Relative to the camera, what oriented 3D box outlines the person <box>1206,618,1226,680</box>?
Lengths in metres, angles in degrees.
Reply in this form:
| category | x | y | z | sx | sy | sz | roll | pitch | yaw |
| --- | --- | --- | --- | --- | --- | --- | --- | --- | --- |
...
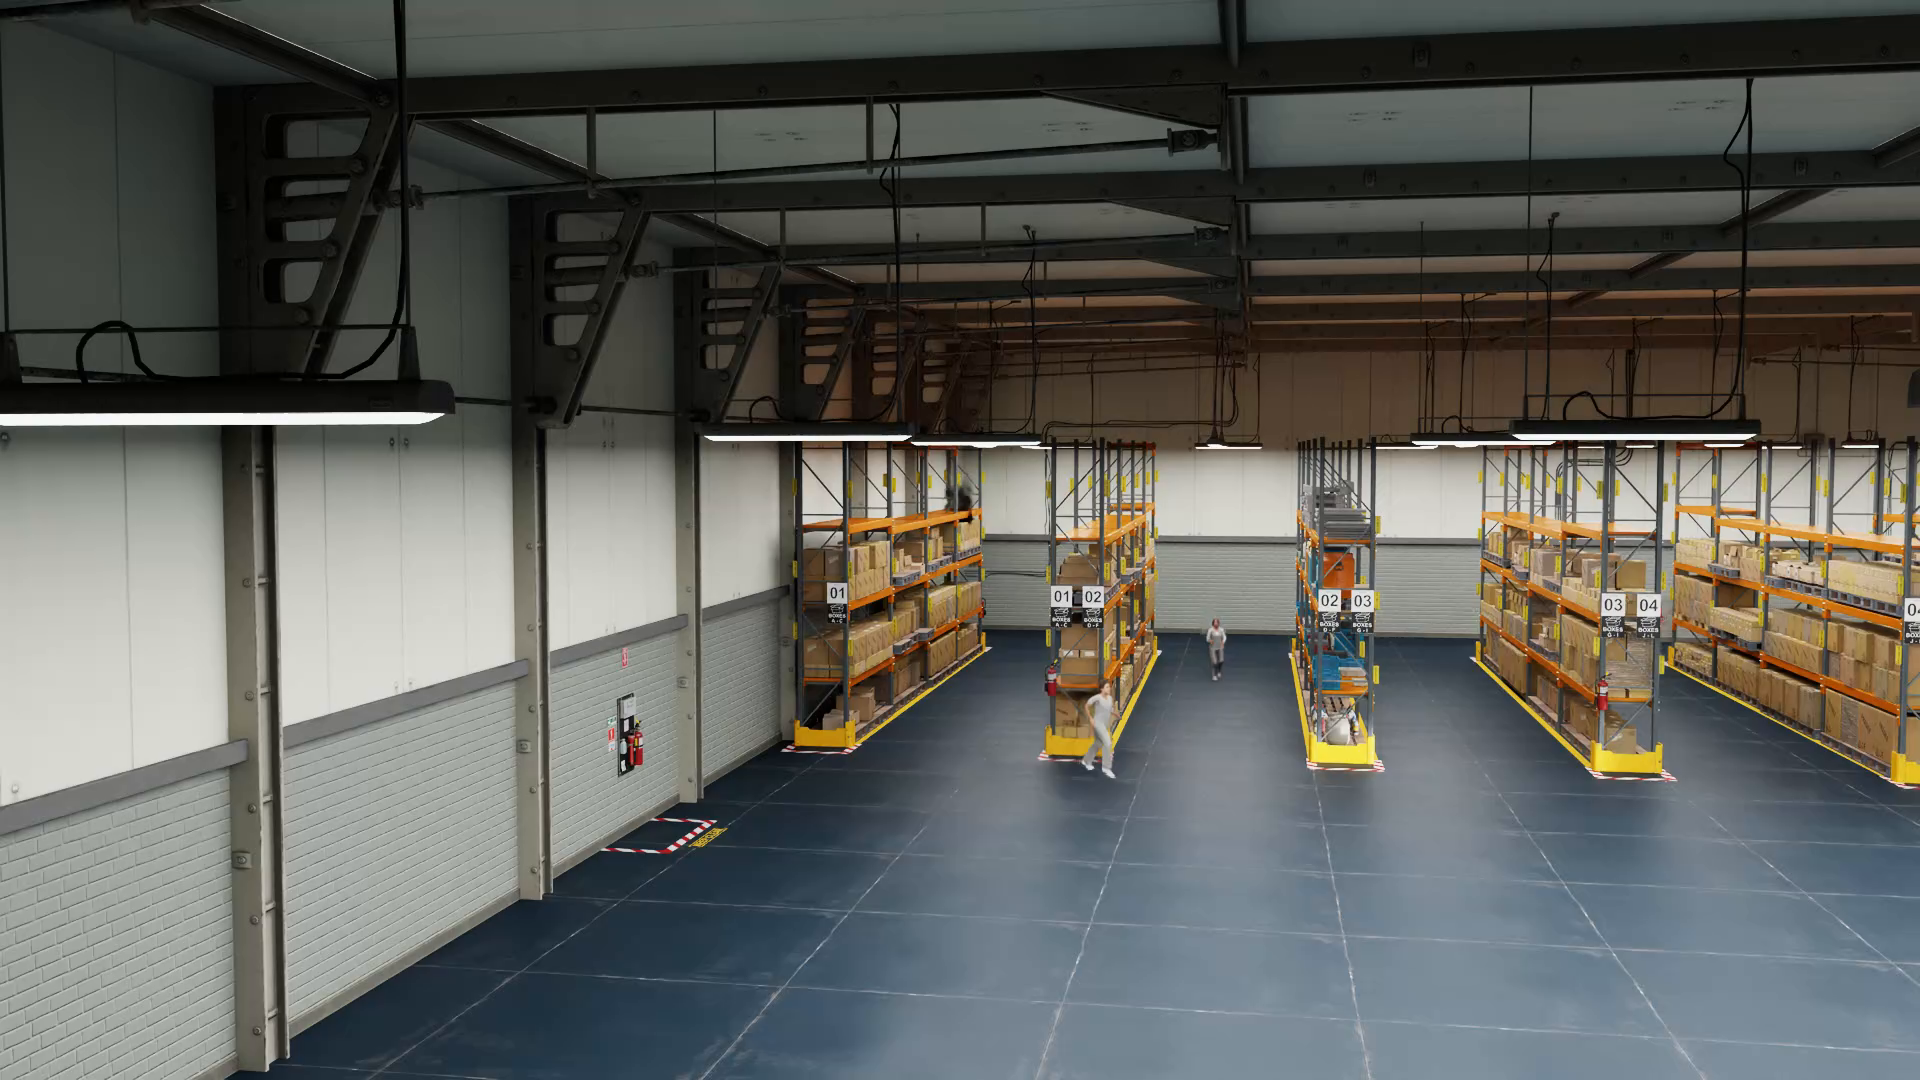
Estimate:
| category | x | y | z | sx | sy | sz | roll | pitch | yaw |
| --- | --- | --- | --- | --- | --- | --- | --- | --- | --- |
| person | 6.405 | 2.747 | 41.455 | 0.512 | 1.538 | 0.593 | 0 | 3 | 0 |

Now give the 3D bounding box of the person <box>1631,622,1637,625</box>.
| category | x | y | z | sx | sy | sz | roll | pitch | yaw |
| --- | --- | --- | --- | --- | --- | --- | --- | --- | --- |
| person | 18.055 | 2.484 | 44.928 | 0.698 | 1.758 | 0.640 | 3 | 4 | 44 |

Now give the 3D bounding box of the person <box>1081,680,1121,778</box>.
| category | x | y | z | sx | sy | sz | roll | pitch | yaw |
| --- | --- | --- | --- | --- | --- | --- | --- | --- | --- |
| person | 2.483 | 3.329 | 29.547 | 0.848 | 1.697 | 0.507 | 3 | 4 | 40 |
